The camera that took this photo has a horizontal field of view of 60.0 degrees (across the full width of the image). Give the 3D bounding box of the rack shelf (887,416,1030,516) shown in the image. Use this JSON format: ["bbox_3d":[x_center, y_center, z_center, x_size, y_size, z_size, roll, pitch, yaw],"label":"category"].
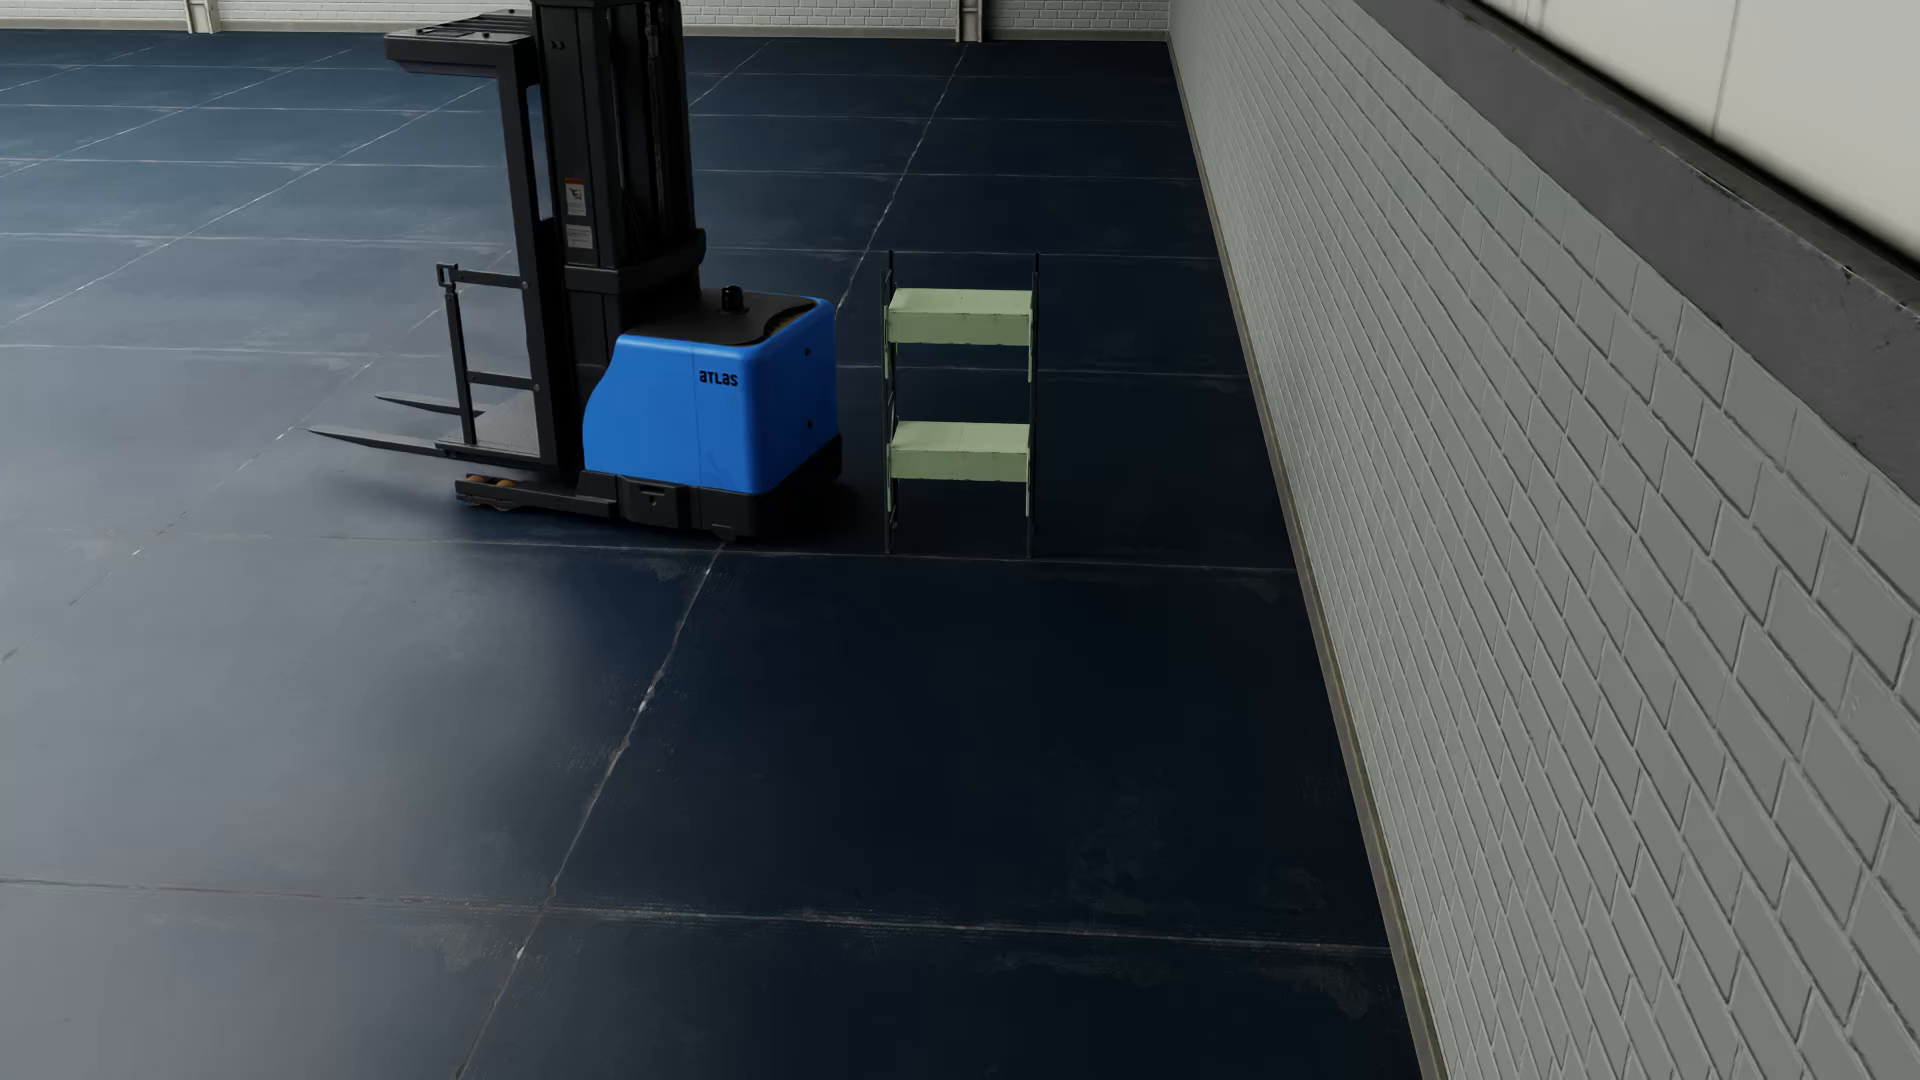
[{"bbox_3d":[0.007,-0.385,8.572,0.720,0.370,0.431,2,25,4],"label":"rack shelf"}]

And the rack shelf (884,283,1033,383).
[{"bbox_3d":[0.007,-1.036,8.273,0.720,0.370,0.431,2,25,4],"label":"rack shelf"}]

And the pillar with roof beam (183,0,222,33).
[{"bbox_3d":[-12.148,-10.256,20.273,0.400,9.000,9.100,2,25,4],"label":"pillar with roof beam"}]

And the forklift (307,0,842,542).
[{"bbox_3d":[-2.239,-1.686,8.907,3.031,2.935,1.130,9,26,18],"label":"forklift"}]

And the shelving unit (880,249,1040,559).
[{"bbox_3d":[0.007,-0.681,8.436,0.755,1.500,0.431,2,25,4],"label":"shelving unit"}]

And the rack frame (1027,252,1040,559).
[{"bbox_3d":[0.372,-0.669,8.411,0.023,1.500,0.400,2,25,4],"label":"rack frame"}]

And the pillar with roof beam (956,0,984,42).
[{"bbox_3d":[-0.184,-9.872,19.438,0.400,9.000,9.100,2,25,4],"label":"pillar with roof beam"}]

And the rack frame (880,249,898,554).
[{"bbox_3d":[-0.358,-0.693,8.461,0.023,1.500,0.400,2,25,4],"label":"rack frame"}]
